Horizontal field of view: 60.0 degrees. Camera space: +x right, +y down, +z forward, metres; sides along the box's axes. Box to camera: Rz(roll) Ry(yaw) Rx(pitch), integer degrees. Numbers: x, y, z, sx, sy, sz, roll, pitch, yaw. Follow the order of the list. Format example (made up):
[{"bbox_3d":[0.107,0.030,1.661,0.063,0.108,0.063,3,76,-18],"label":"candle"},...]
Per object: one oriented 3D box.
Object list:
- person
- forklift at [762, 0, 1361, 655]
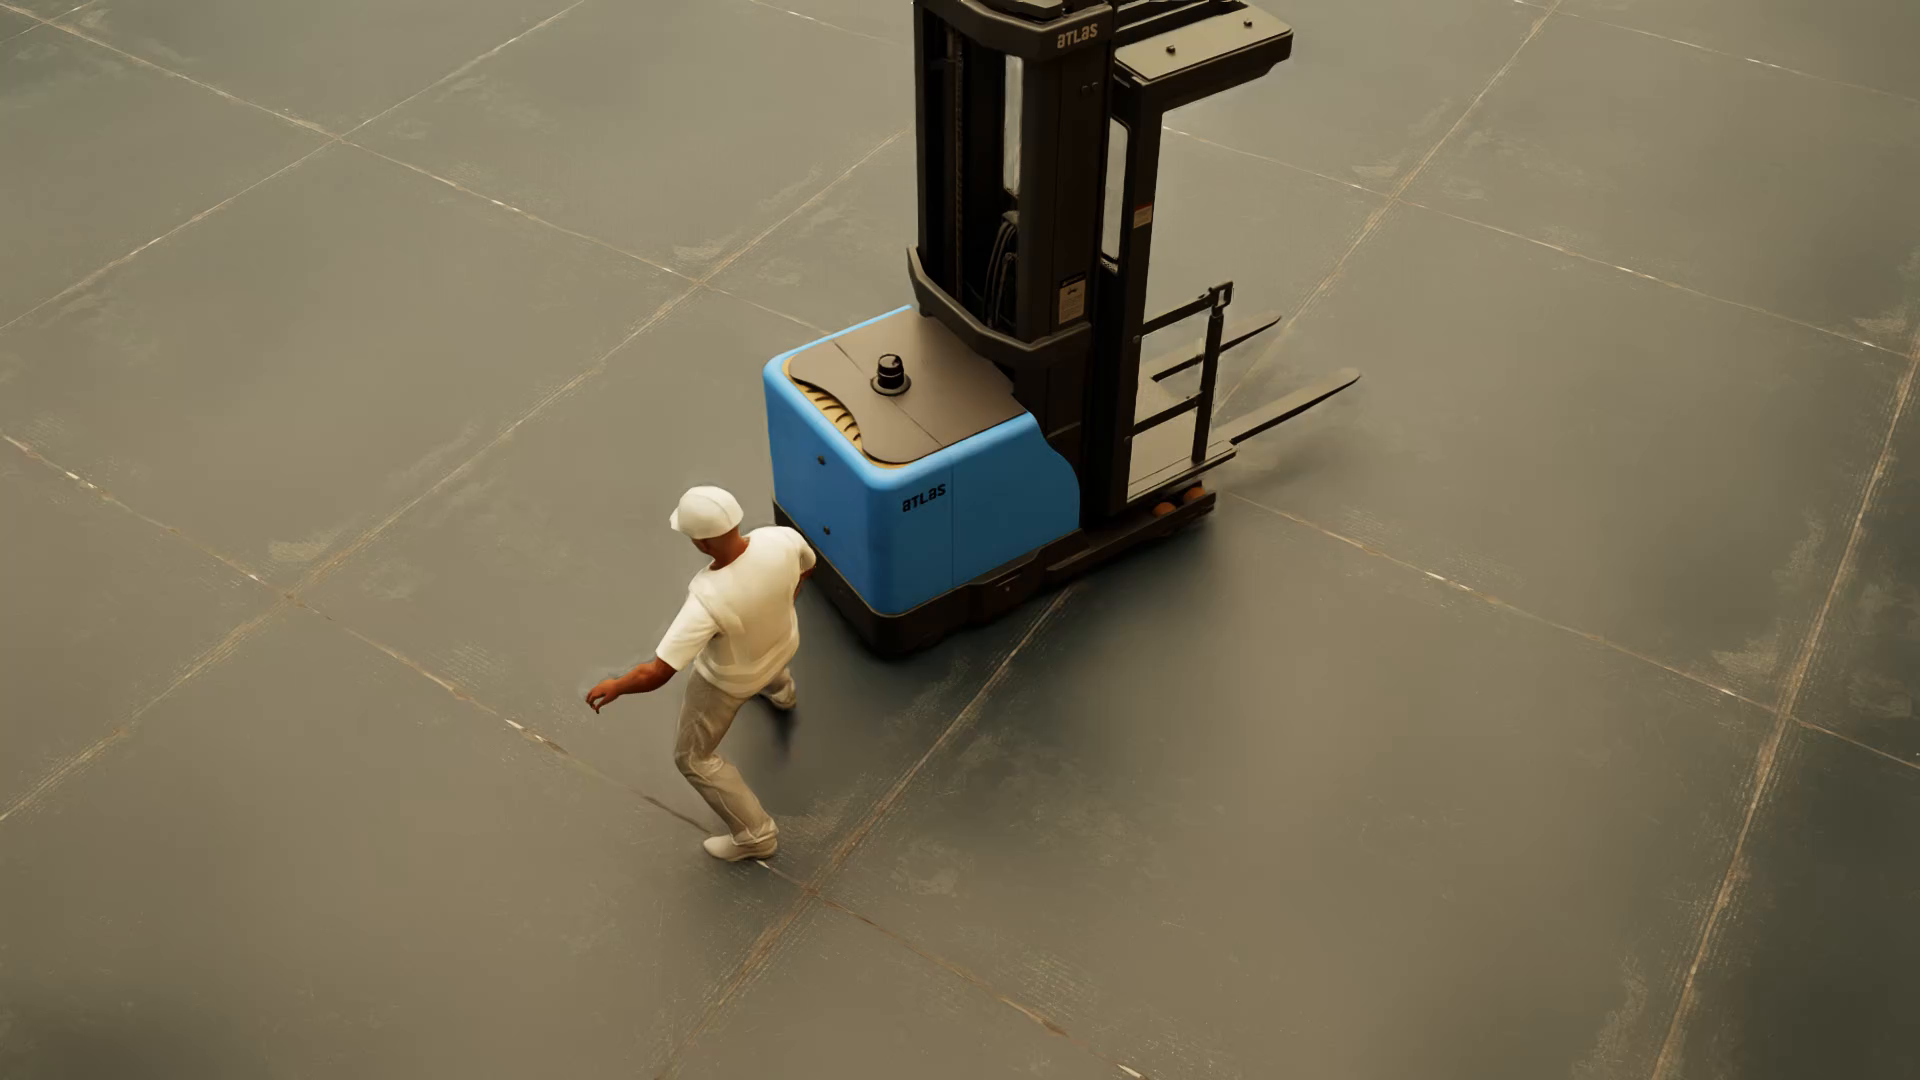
[{"bbox_3d":[-0.899,0.419,6.384,0.720,1.628,1.020,28,50,26],"label":"person"},{"bbox_3d":[0.628,-1.359,7.281,3.031,2.935,1.130,-25,49,-24],"label":"forklift"}]
